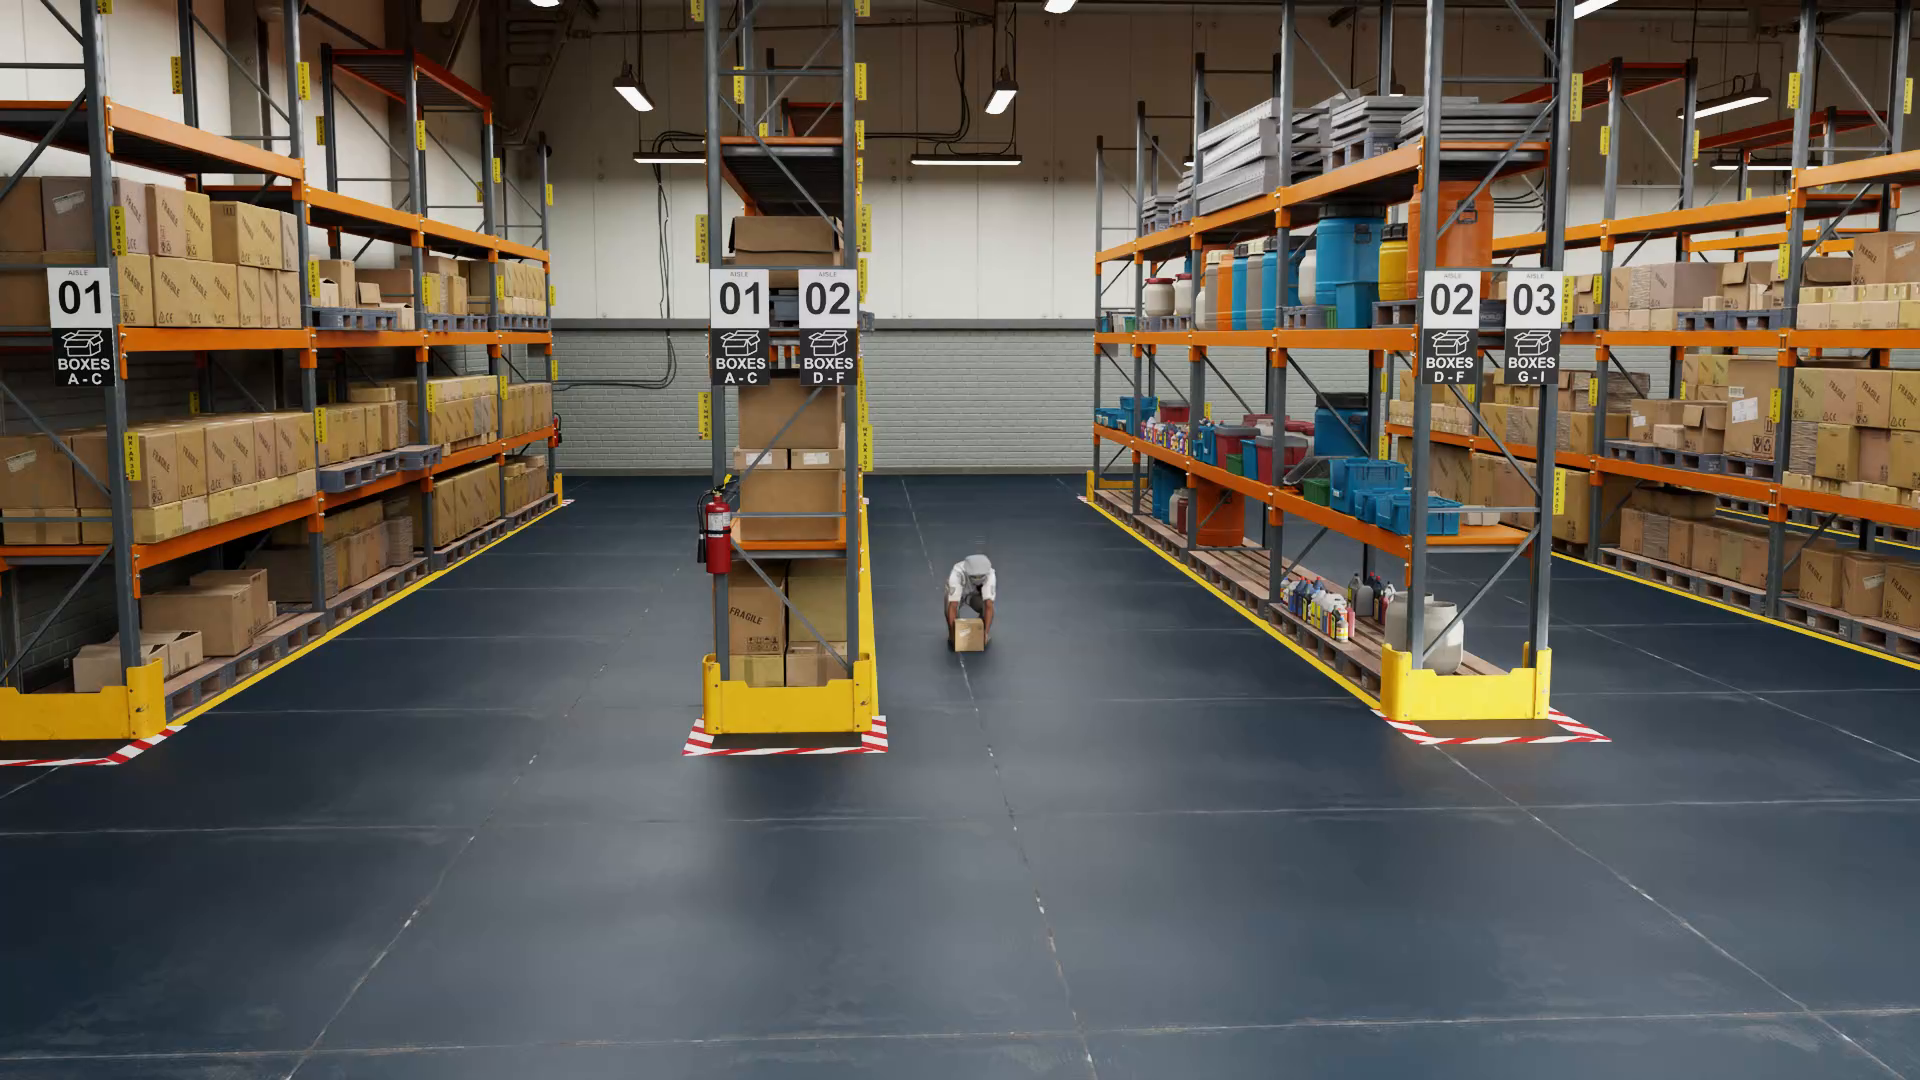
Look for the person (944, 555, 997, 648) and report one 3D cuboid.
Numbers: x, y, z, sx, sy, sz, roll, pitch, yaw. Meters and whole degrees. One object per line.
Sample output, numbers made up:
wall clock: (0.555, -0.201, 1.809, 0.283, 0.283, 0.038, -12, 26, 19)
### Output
person: (0.090, 0.517, 15.011, 0.473, 0.843, 0.871, 0, 7, -4)
